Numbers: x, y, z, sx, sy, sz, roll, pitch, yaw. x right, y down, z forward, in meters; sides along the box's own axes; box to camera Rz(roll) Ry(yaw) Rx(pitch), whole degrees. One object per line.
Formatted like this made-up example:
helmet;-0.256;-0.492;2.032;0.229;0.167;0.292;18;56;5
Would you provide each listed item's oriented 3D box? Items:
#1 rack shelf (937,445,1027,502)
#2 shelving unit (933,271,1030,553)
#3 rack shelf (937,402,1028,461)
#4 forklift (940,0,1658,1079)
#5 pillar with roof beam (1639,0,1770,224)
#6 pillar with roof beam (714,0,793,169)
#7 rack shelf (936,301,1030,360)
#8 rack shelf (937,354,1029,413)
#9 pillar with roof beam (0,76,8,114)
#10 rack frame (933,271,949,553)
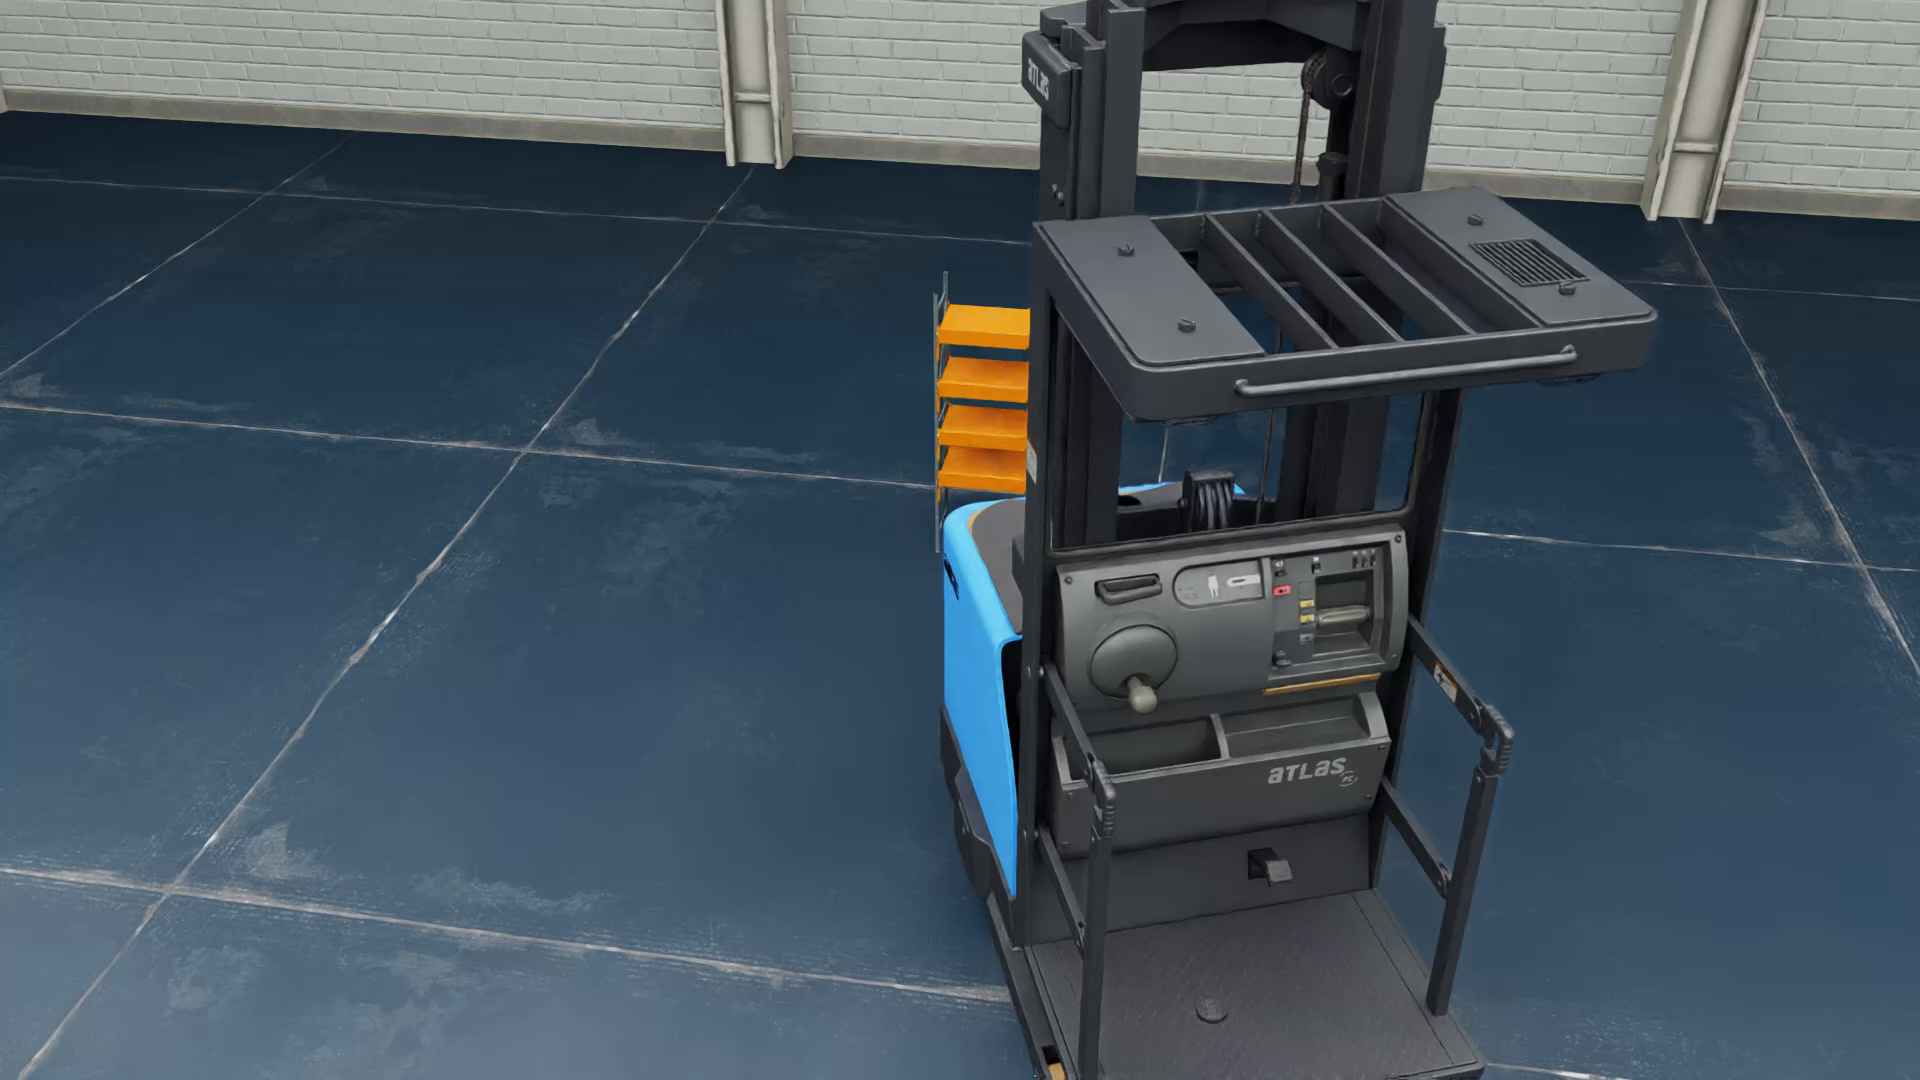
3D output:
rack shelf;0.163;-0.268;7.049;0.480;0.148;0.258;5;32;8
shelving unit;0.163;-0.494;6.908;0.503;1.200;0.258;5;32;8
rack shelf;0.163;-0.437;6.944;0.480;0.148;0.258;5;32;8
forklift;0.755;0.260;4.072;1.130;2.935;3.031;-7;33;-11
pillar with roof beam;3.821;-3.639;4.582;0.400;9.000;9.100;5;32;8
pillar with roof beam;-2.093;-4.174;5.438;0.400;9.000;9.100;5;32;8
rack shelf;0.163;-0.827;6.700;0.480;0.148;0.258;5;32;8
rack shelf;0.163;-0.626;6.825;0.480;0.148;0.258;5;32;8
pillar with roof beam;-8.008;-4.710;6.293;0.400;9.000;9.100;5;32;8
rack frame;-0.077;-0.516;6.943;0.015;1.200;0.240;5;32;8
